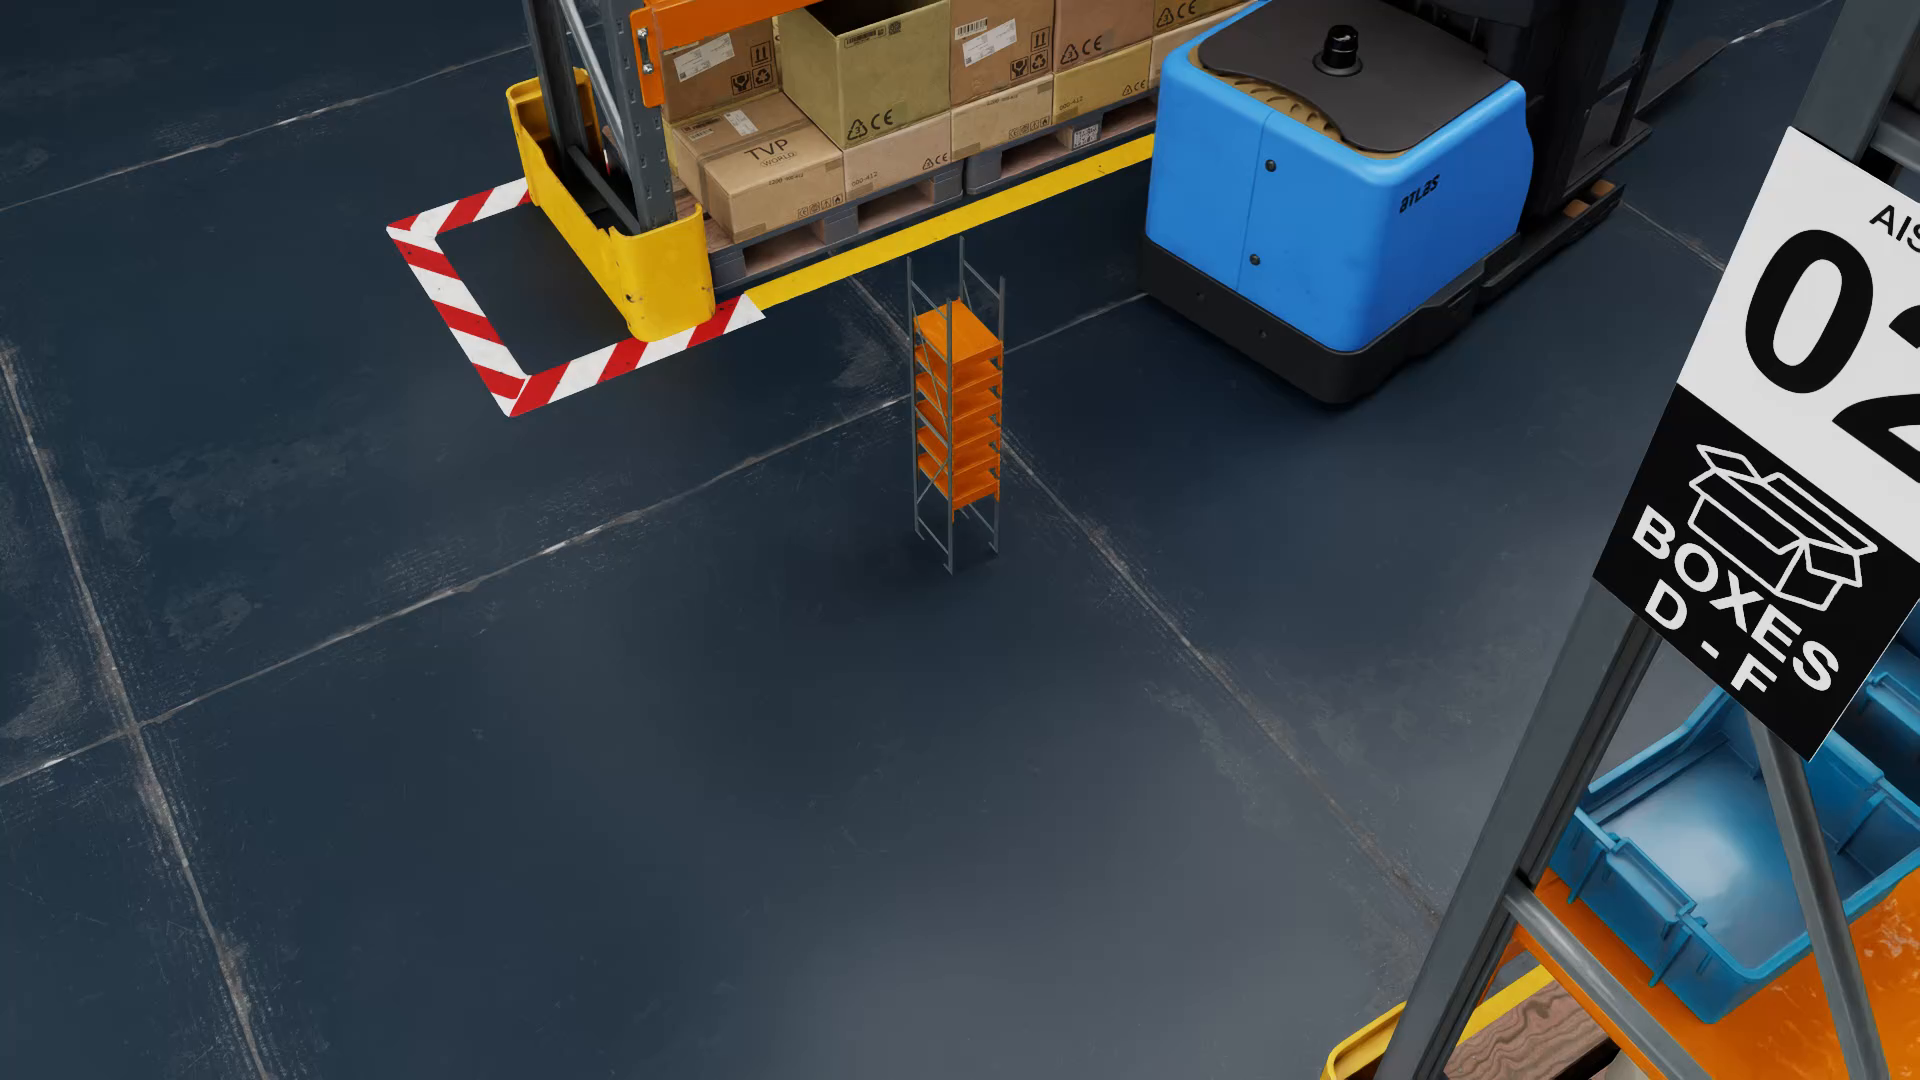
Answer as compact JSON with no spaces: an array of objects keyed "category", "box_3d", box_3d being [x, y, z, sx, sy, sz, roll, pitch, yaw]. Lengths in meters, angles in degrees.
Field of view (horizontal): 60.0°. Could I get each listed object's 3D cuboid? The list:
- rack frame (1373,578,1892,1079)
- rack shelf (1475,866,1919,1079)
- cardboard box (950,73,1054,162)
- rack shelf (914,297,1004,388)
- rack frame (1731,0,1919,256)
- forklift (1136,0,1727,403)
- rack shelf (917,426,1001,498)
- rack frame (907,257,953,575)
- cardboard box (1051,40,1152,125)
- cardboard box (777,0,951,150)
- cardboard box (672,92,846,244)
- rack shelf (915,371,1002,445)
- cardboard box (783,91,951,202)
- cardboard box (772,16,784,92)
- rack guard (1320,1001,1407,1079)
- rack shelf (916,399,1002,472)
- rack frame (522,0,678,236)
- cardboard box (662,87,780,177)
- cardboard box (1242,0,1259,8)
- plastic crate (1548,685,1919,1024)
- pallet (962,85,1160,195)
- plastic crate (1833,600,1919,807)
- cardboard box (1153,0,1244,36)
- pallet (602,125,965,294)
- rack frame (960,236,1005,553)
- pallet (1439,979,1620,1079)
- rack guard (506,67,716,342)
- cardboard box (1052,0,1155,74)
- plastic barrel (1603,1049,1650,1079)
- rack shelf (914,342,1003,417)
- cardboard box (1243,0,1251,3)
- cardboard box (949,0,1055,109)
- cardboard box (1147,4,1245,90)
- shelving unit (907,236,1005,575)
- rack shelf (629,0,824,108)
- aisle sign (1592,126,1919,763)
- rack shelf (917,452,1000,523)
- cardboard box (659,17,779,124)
[{"category":"rack frame","box_3d":[1.268,0.939,2.905,0.127,3.000,1.000,-25,53,-21]},{"category":"rack shelf","box_3d":[2.960,0.382,3.883,4.000,0.370,1.077,-25,53,-21]},{"category":"cardboard box","box_3d":[0.044,-1.890,6.984,0.500,0.250,0.500,-25,53,-21]},{"category":"rack shelf","box_3d":[-0.012,-0.603,5.061,0.180,0.103,0.258,-25,53,-21]},{"category":"rack frame","box_3d":[1.268,-1.056,0.665,0.127,3.000,1.000,-25,53,-21]},{"category":"forklift","box_3d":[2.108,-2.459,5.977,3.031,2.935,1.130,-36,57,-27]},{"category":"rack shelf","box_3d":[-0.012,-0.284,5.420,0.180,0.103,0.258,-25,53,-21]},{"category":"rack frame","box_3d":[-0.090,-0.357,5.264,0.006,1.200,0.240,-25,53,-21]},{"category":"cardboard box","box_3d":[0.470,-2.086,7.159,0.500,0.250,0.500,-25,53,-21]},{"category":"cardboard box","box_3d":[-0.378,-1.939,6.526,0.500,0.500,0.500,-25,53,-21]},{"category":"cardboard box","box_3d":[-0.800,-1.489,6.628,0.500,0.250,0.500,-25,53,-21]},{"category":"rack shelf","box_3d":[-0.012,-0.444,5.240,0.180,0.103,0.258,-25,53,-21]},{"category":"cardboard box","box_3d":[-0.379,-1.691,6.807,0.500,0.250,0.500,-25,53,-21]},{"category":"cardboard box","box_3d":[-0.659,-2.023,7.103,0.500,0.250,0.500,-25,53,-21]},{"category":"rack guard","box_3d":[1.307,1.711,3.892,0.348,0.500,1.175,-25,53,-21]},{"category":"rack shelf","box_3d":[-0.012,-0.364,5.330,0.180,0.103,0.258,-25,53,-21]},{"category":"rack frame","box_3d":[-1.372,-2.191,5.692,0.127,3.000,1.000,-25,53,-21]},{"category":"cardboard box","box_3d":[-1.076,-1.816,6.919,0.500,0.250,0.500,-25,53,-21]},{"category":"cardboard box","box_3d":[1.307,-2.494,7.522,0.500,0.250,0.500,-25,53,-21]},{"category":"plastic crate","box_3d":[1.532,0.600,3.306,0.616,0.251,0.499,-25,53,-21]},{"category":"pallet","box_3d":[0.283,-2.078,7.459,1.213,0.211,1.003,-25,53,-21]},{"category":"plastic crate","box_3d":[2.084,0.345,3.534,0.408,0.251,0.499,-25,53,-21]},{"category":"cardboard box","box_3d":[0.886,-2.543,7.064,0.500,0.500,0.500,-25,53,-21]},{"category":"pallet","box_3d":[-0.747,-1.595,7.029,1.213,0.211,1.003,-25,53,-21]},{"category":"rack frame","box_3d":[0.065,-0.430,5.329,0.006,1.200,0.240,-25,53,-21]},{"category":"pallet","box_3d":[1.997,1.486,4.285,1.213,0.211,1.003,-25,53,-21]},{"category":"rack guard","box_3d":[-1.392,-1.350,6.617,0.348,0.500,1.175,-25,53,-21]},{"category":"cardboard box","box_3d":[0.471,-2.335,6.878,0.500,0.500,0.500,-25,53,-21]},{"category":"plastic barrel","box_3d":[1.784,1.316,3.954,0.421,0.512,0.421,0,48,0]},{"category":"rack shelf","box_3d":[-0.012,-0.523,5.151,0.180,0.103,0.258,-25,53,-21]},{"category":"cardboard box","box_3d":[1.307,-2.745,7.243,0.500,0.500,0.500,-25,53,-21]},{"category":"cardboard box","box_3d":[0.038,-2.146,6.711,0.500,0.500,0.500,-25,53,-21]},{"category":"cardboard box","box_3d":[0.892,-2.286,7.337,0.500,0.250,0.500,-25,53,-21]},{"category":"shelving unit","box_3d":[-0.012,-0.393,5.297,0.189,1.200,0.258,-25,53,-21]},{"category":"rack shelf","box_3d":[0.320,-2.748,6.671,4.000,0.370,1.077,-25,53,-21]},{"category":"aisle sign","box_3d":[1.049,-0.084,2.076,0.004,0.787,0.394,-25,53,-21]},{"category":"rack shelf","box_3d":[-0.012,-0.204,5.509,0.180,0.103,0.258,-25,53,-21]},{"category":"cardboard box","box_3d":[-1.077,-2.067,6.640,0.500,0.500,0.500,-25,53,-21]}]
